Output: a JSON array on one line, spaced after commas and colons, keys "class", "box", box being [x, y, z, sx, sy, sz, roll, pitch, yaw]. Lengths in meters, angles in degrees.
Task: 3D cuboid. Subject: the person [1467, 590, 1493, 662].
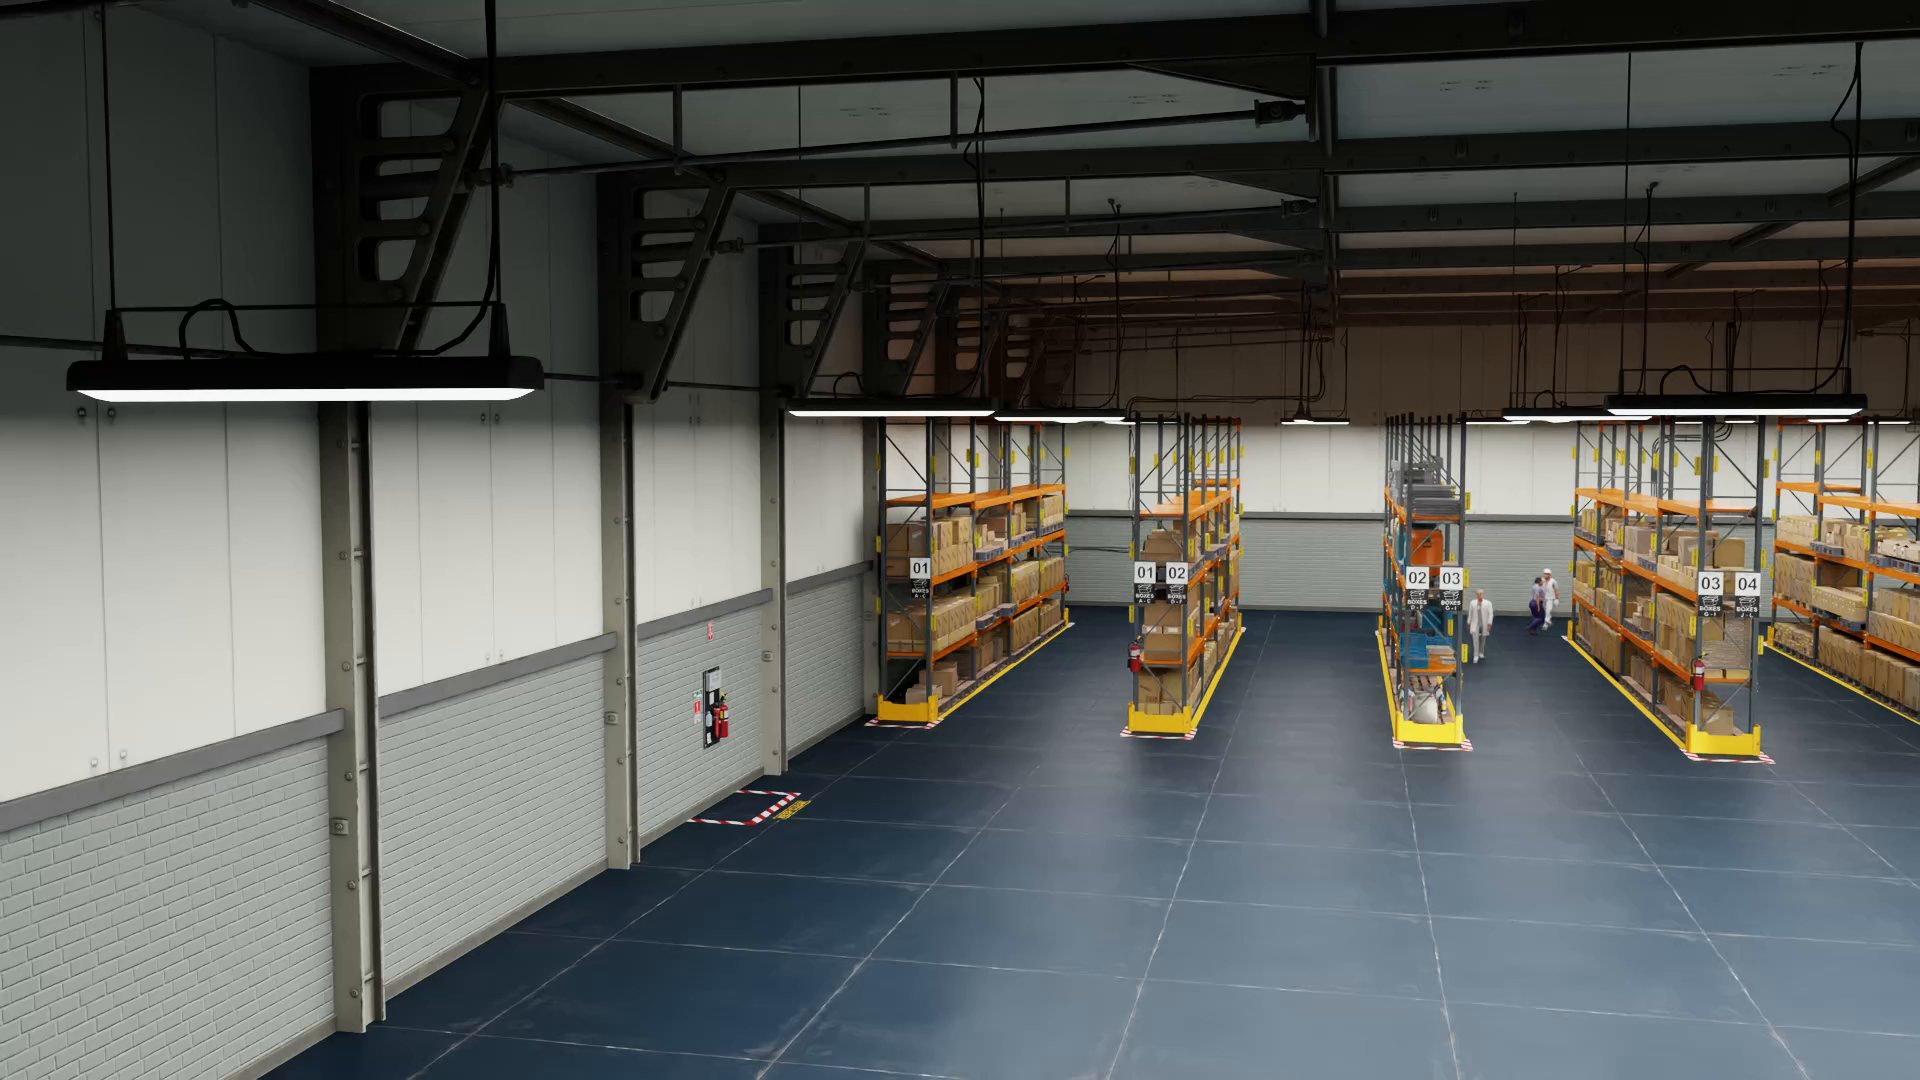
[{"class": "person", "box": [12.743, 2.079, 40.717, 0.594, 1.718, 1.102, 1, 4, 14]}]

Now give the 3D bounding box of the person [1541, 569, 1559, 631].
[{"class": "person", "box": [16.549, 1.673, 46.875, 0.580, 1.733, 1.133, 3, 5, 41]}]

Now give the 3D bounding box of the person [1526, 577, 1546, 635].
[{"class": "person", "box": [15.830, 1.823, 45.794, 0.491, 1.645, 0.550, 0, 4, 2]}]
